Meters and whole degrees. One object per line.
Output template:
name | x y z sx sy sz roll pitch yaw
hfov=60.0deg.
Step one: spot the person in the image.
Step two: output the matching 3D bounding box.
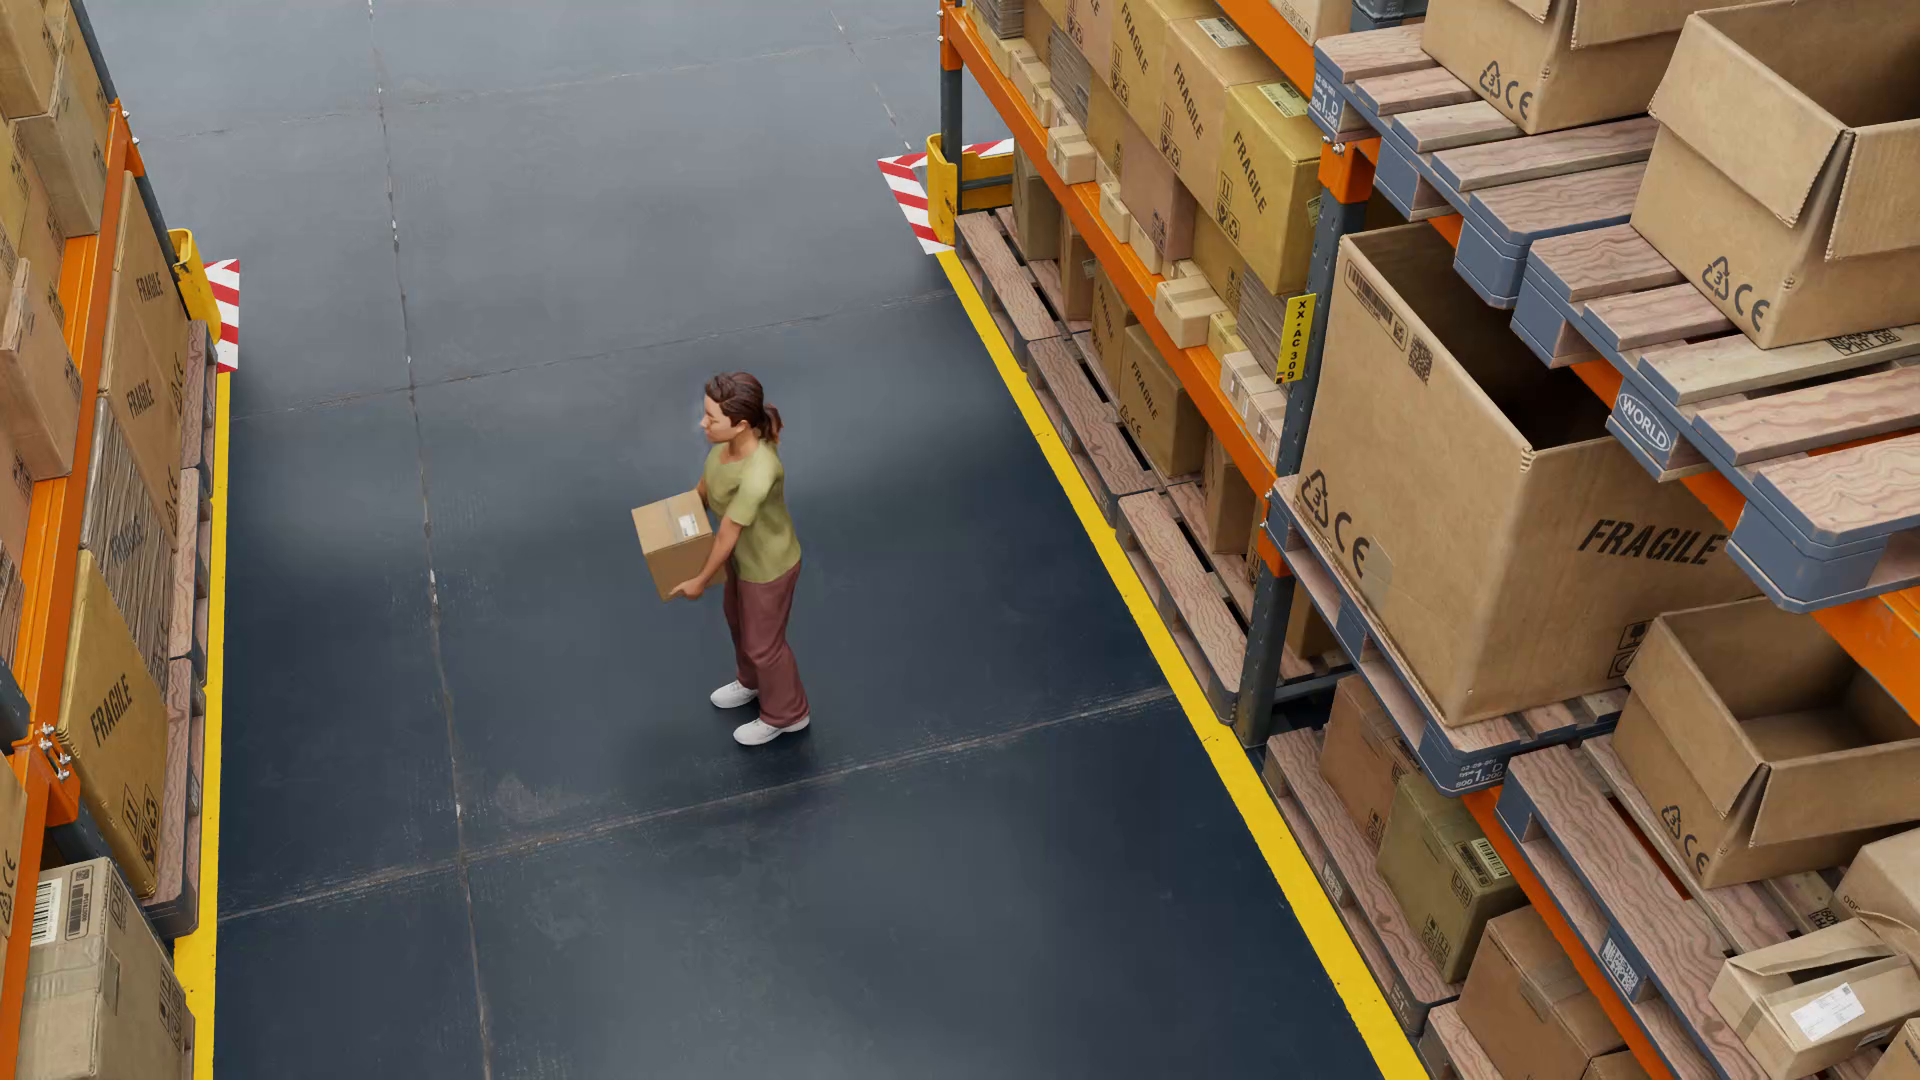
person | -0.833 0.088 6.074 0.503 1.668 0.407 -13 44 -13
